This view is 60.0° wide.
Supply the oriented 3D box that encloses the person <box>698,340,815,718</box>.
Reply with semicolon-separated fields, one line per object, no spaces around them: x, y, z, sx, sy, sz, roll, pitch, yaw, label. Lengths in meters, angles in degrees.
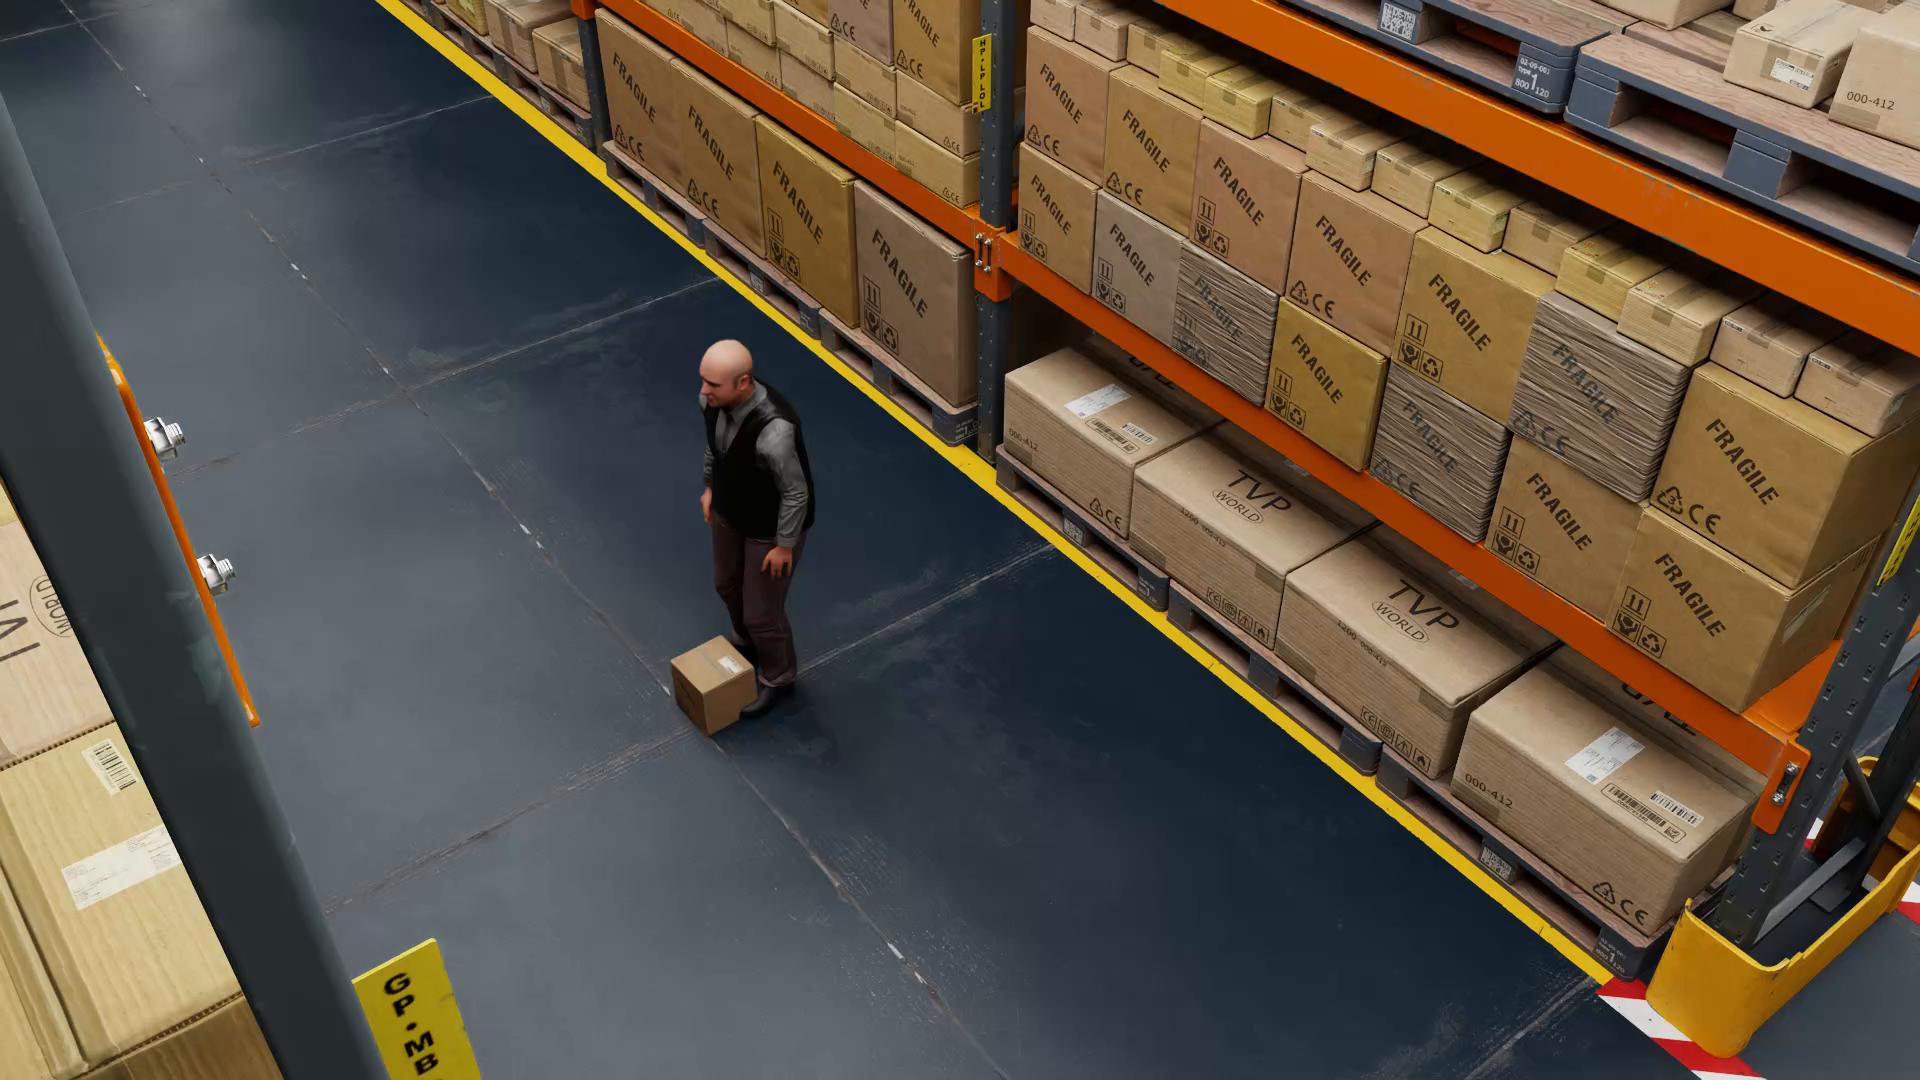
-0.812;-0.069;6.519;0.474;1.720;0.572;-28;47;-29;person
